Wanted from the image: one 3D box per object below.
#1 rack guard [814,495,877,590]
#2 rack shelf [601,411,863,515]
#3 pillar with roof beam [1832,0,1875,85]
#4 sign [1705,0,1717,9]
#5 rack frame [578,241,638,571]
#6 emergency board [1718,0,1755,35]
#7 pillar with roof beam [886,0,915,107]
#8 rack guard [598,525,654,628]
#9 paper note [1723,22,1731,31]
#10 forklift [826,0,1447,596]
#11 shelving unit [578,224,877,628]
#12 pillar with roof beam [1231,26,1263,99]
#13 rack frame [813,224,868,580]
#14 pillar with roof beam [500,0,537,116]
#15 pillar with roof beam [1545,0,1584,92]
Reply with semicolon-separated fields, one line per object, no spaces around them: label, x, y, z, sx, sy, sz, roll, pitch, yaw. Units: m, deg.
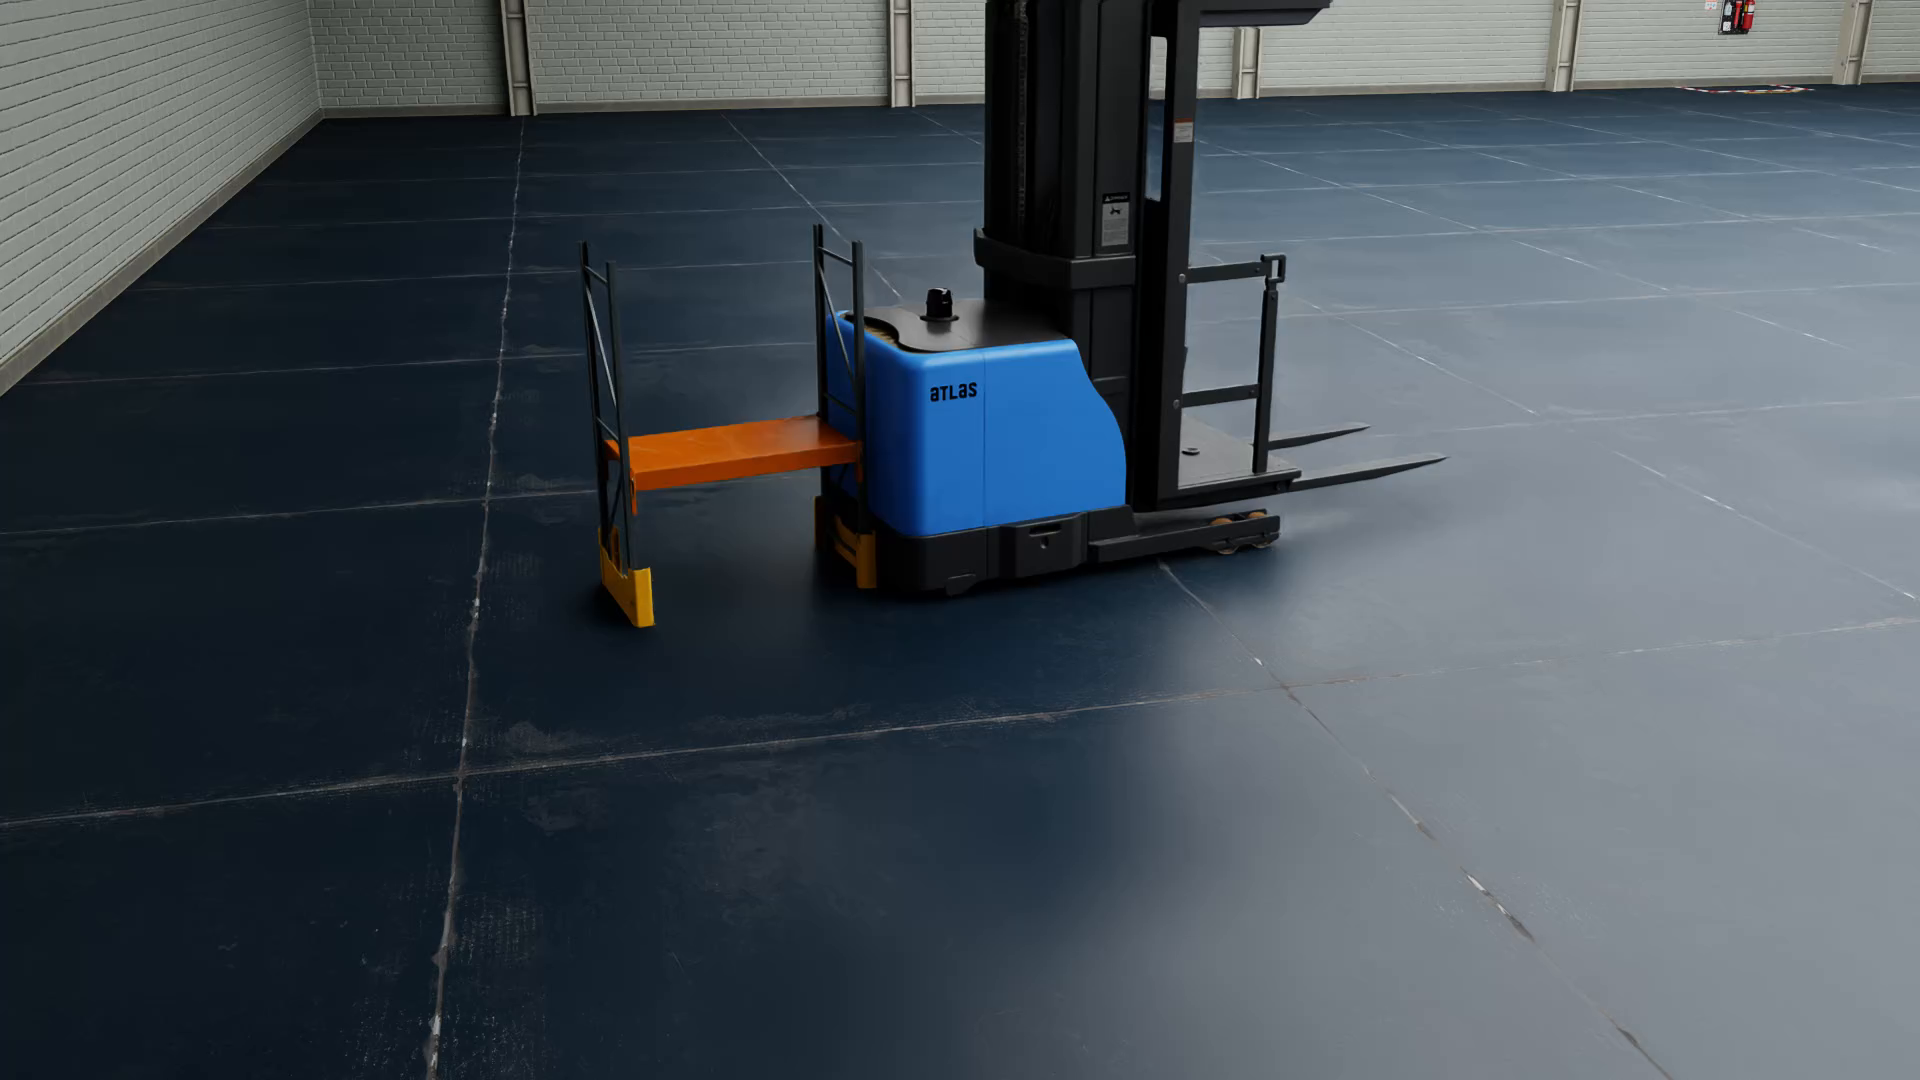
rack guard;-0.516;0.003;7.442;0.087;0.250;0.587;-9;22;-23
rack shelf;-0.975;-0.341;7.087;1.000;0.185;0.538;-9;22;-23
pillar with roof beam;17.551;-11.313;25.615;0.400;9.000;9.100;-5;21;-12
sign;13.585;-9.762;30.050;0.234;0.329;0.001;-5;21;-12
rack frame;-1.436;-0.435;6.823;0.032;1.500;0.500;-9;22;-23
emergency board;14.147;-9.754;30.082;0.643;1.169;0.194;-5;21;-12
pillar with roof beam;0.034;-9.888;21.726;0.400;9.000;9.100;-5;21;-12
rack guard;-1.418;0.149;7.045;0.087;0.250;0.587;-9;22;-23
paper note;13.959;-9.350;30.258;0.142;0.148;0.016;-5;21;-12
forklift;0.922;-1.464;7.550;3.031;2.935;1.130;-9;22;-23
shelving unit;-0.967;-0.511;7.029;1.083;1.500;0.587;-9;22;-23
pillar with roof beam;5.873;-10.363;23.022;0.400;9.000;9.100;-5;21;-12
rack frame;-0.515;-0.584;7.227;0.032;1.500;0.500;-9;22;-23
pillar with roof beam;-5.805;-9.413;20.429;0.400;9.000;9.100;-5;21;-12
pillar with roof beam;11.712;-10.838;24.319;0.400;9.000;9.100;-5;21;-12
